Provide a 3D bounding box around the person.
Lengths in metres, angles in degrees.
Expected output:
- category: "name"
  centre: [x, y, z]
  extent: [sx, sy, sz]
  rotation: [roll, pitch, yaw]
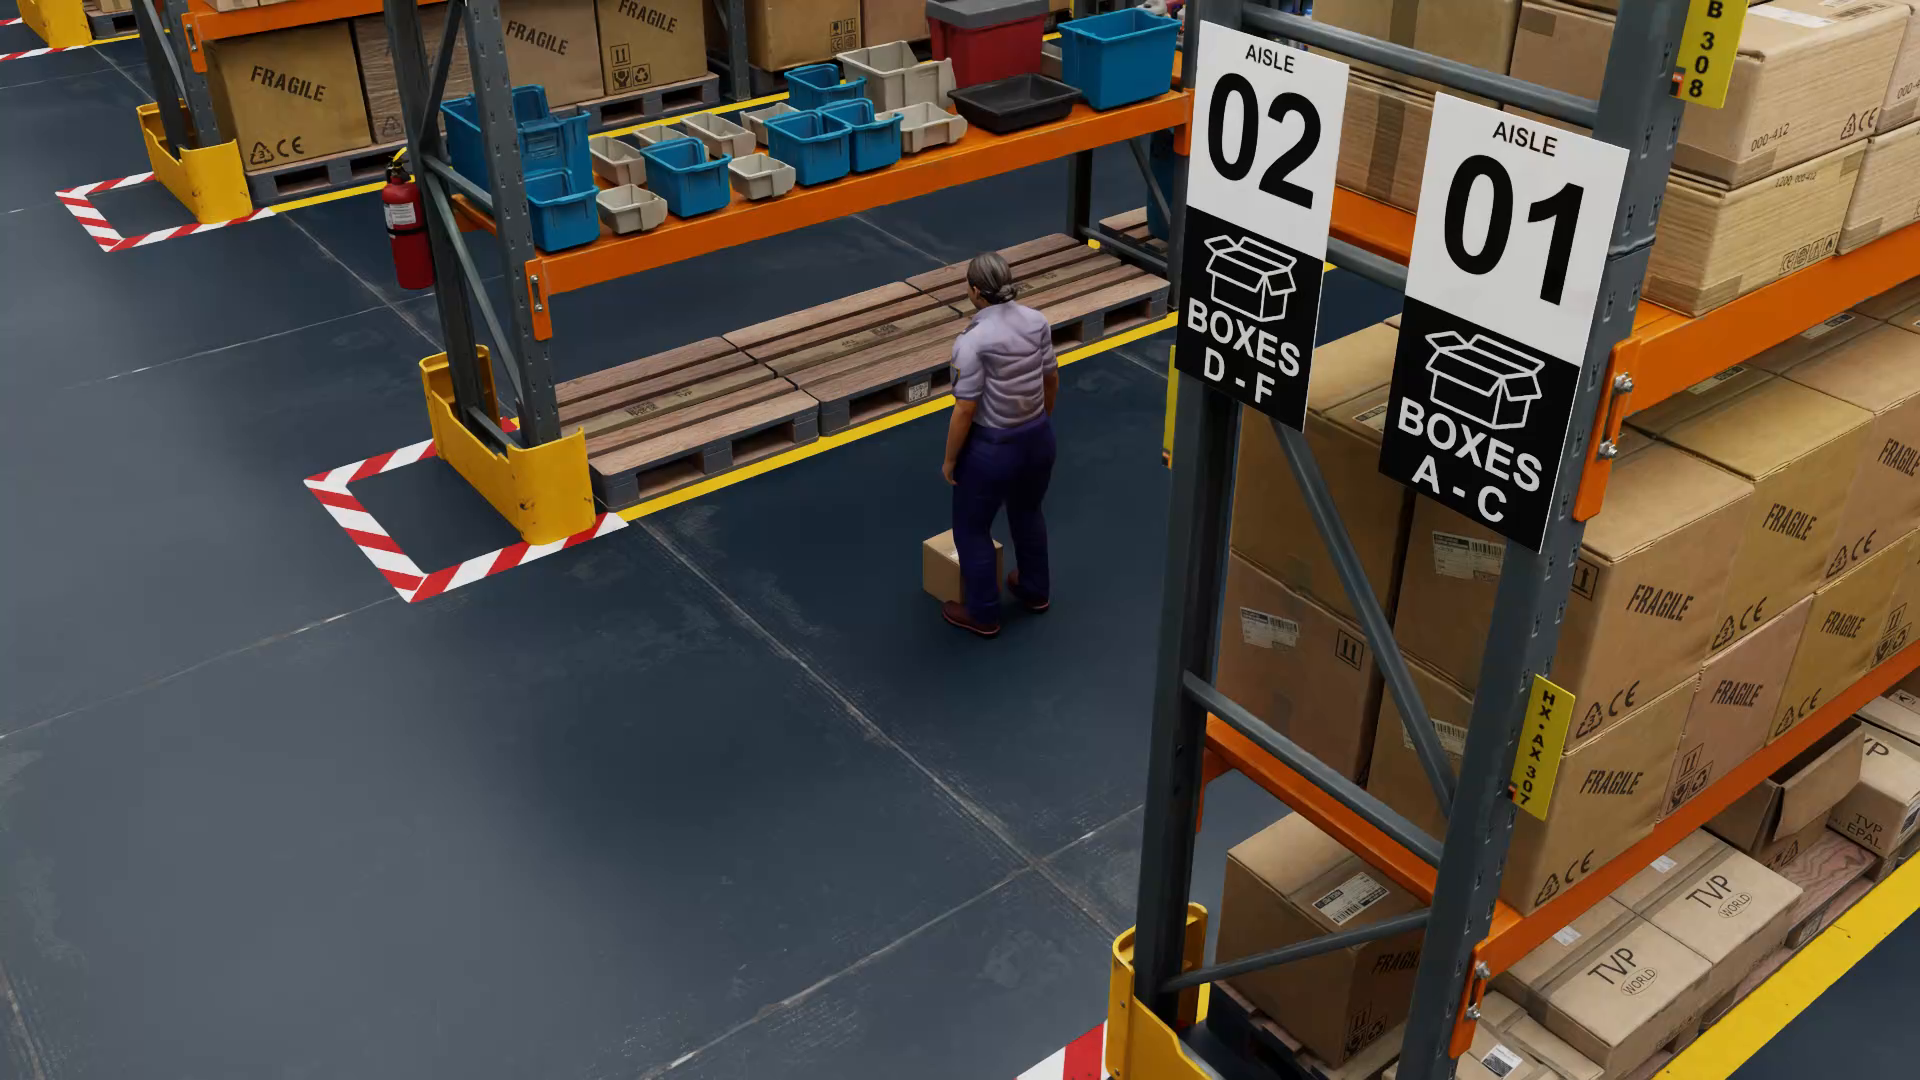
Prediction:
- category: "person"
  centre: [0.169, -0.371, 6.743]
  extent: [0.539, 1.638, 0.370]
  rotation: [-22, 39, -31]
